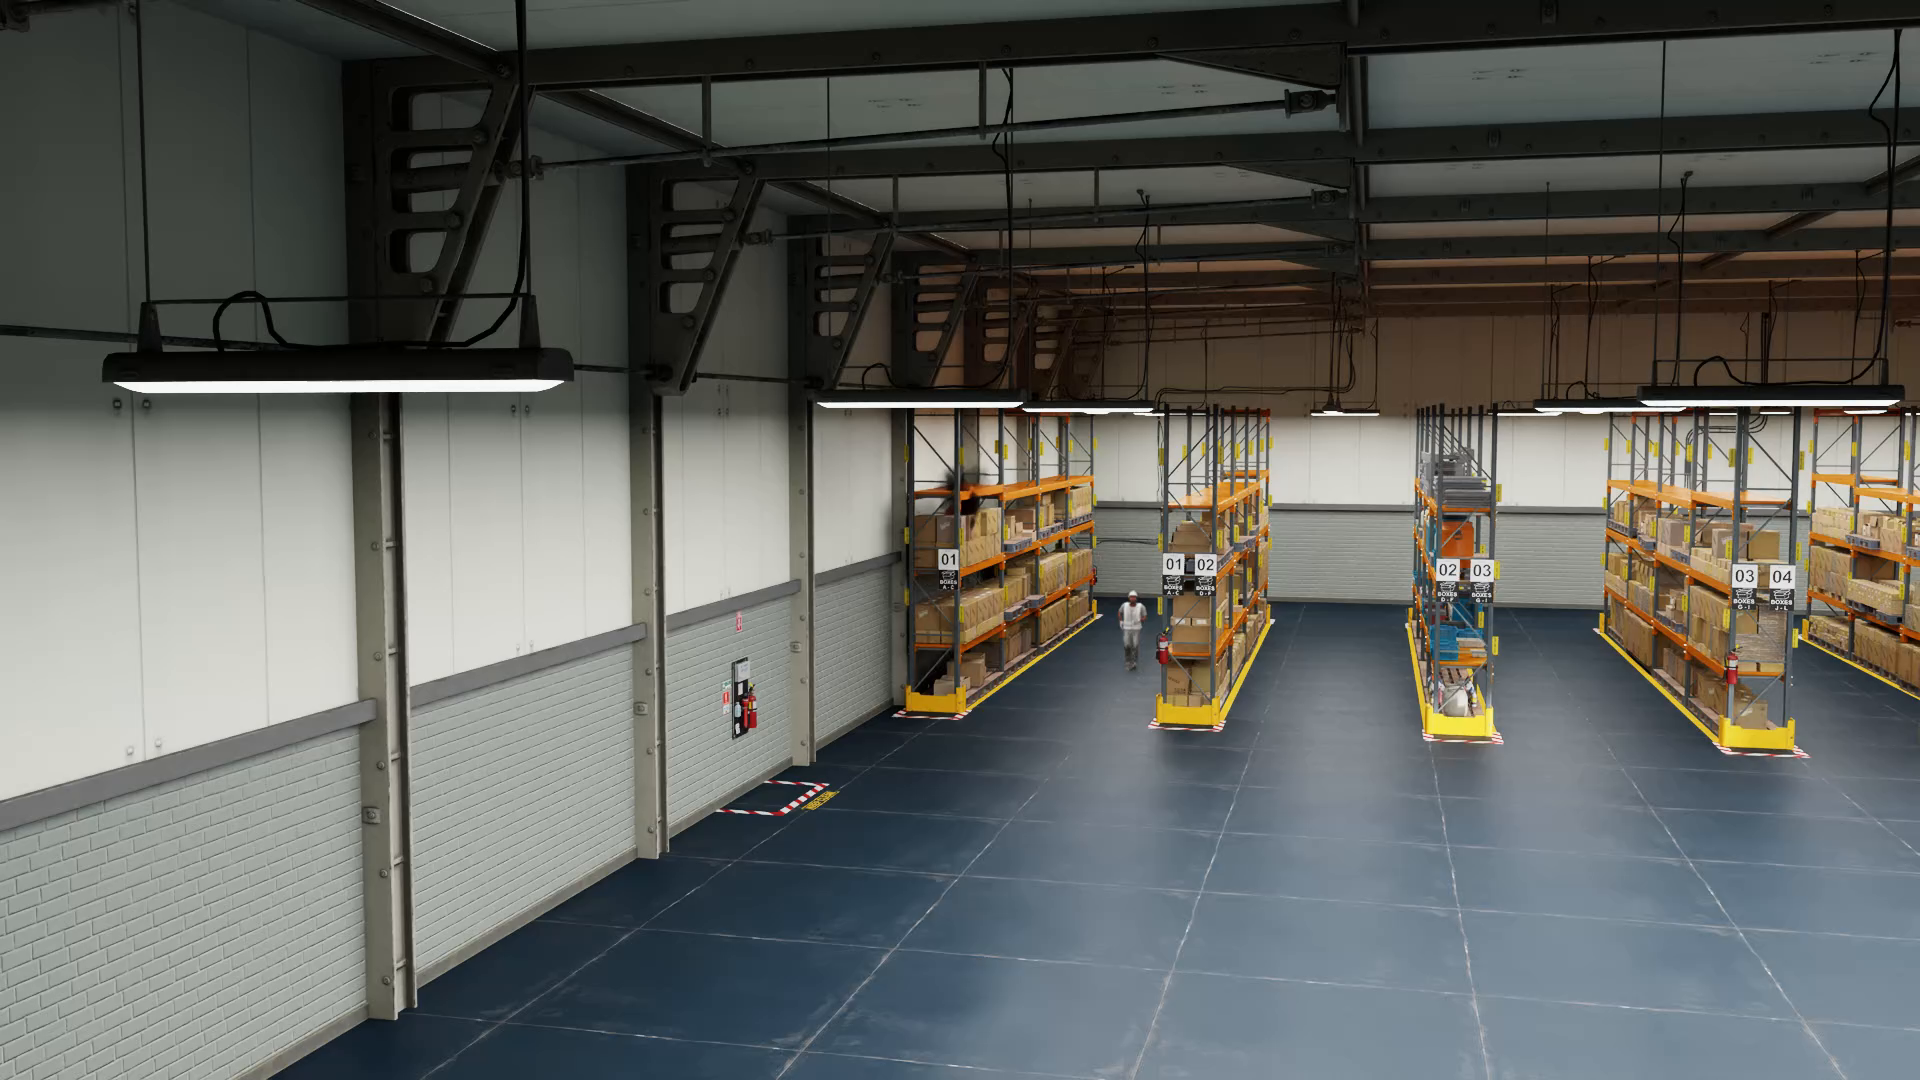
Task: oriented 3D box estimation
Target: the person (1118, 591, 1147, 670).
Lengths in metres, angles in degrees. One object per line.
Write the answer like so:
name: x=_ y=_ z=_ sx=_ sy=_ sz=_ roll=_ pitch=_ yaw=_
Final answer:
person: x=3.933 y=2.089 z=38.007 sx=0.668 sy=1.842 sz=0.654 roll=1 pitch=4 yaw=9
